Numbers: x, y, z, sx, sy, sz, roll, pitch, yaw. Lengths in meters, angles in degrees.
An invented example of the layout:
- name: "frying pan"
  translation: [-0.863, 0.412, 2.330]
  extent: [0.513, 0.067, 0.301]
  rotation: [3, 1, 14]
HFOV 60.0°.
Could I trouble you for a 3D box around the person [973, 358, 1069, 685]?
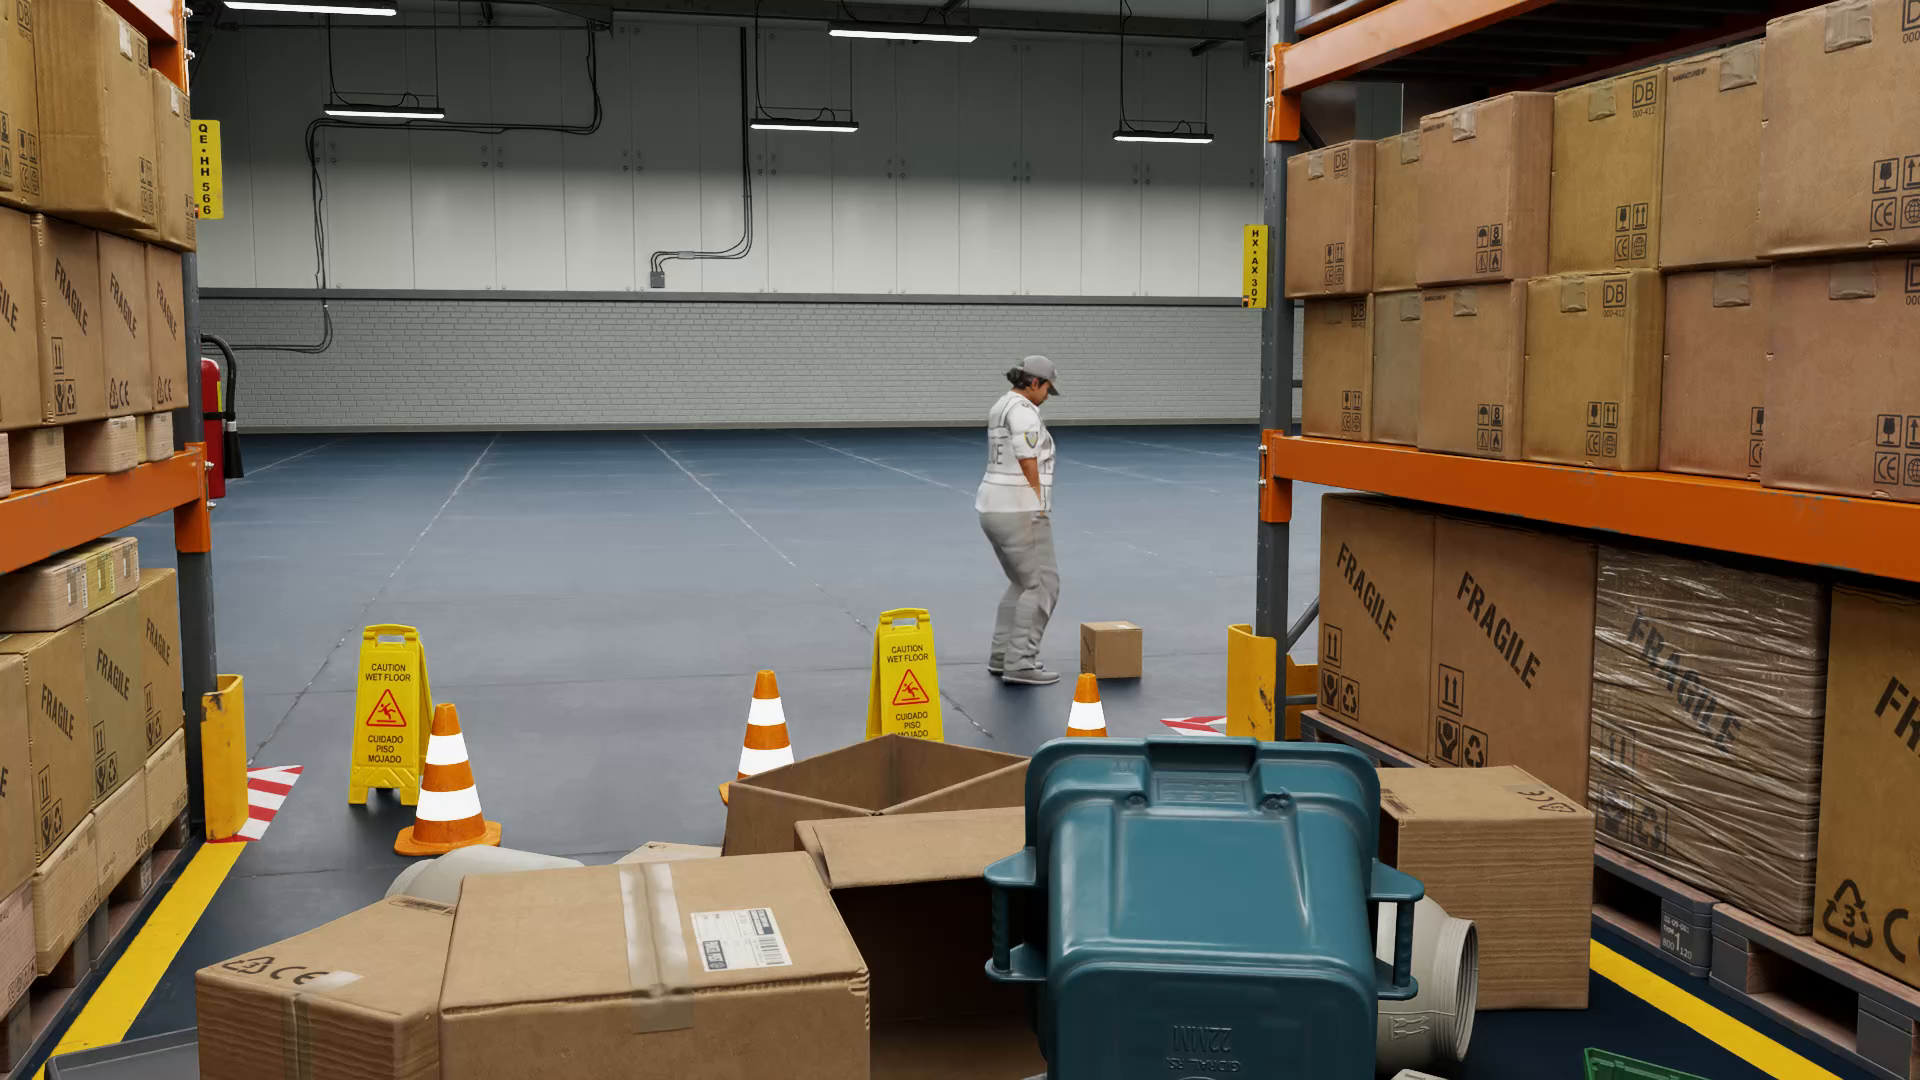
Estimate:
- name: "person"
  translation: [0.312, -0.101, 8.374]
  extent: [0.479, 1.620, 0.496]
  rotation: [-1, 6, -12]
